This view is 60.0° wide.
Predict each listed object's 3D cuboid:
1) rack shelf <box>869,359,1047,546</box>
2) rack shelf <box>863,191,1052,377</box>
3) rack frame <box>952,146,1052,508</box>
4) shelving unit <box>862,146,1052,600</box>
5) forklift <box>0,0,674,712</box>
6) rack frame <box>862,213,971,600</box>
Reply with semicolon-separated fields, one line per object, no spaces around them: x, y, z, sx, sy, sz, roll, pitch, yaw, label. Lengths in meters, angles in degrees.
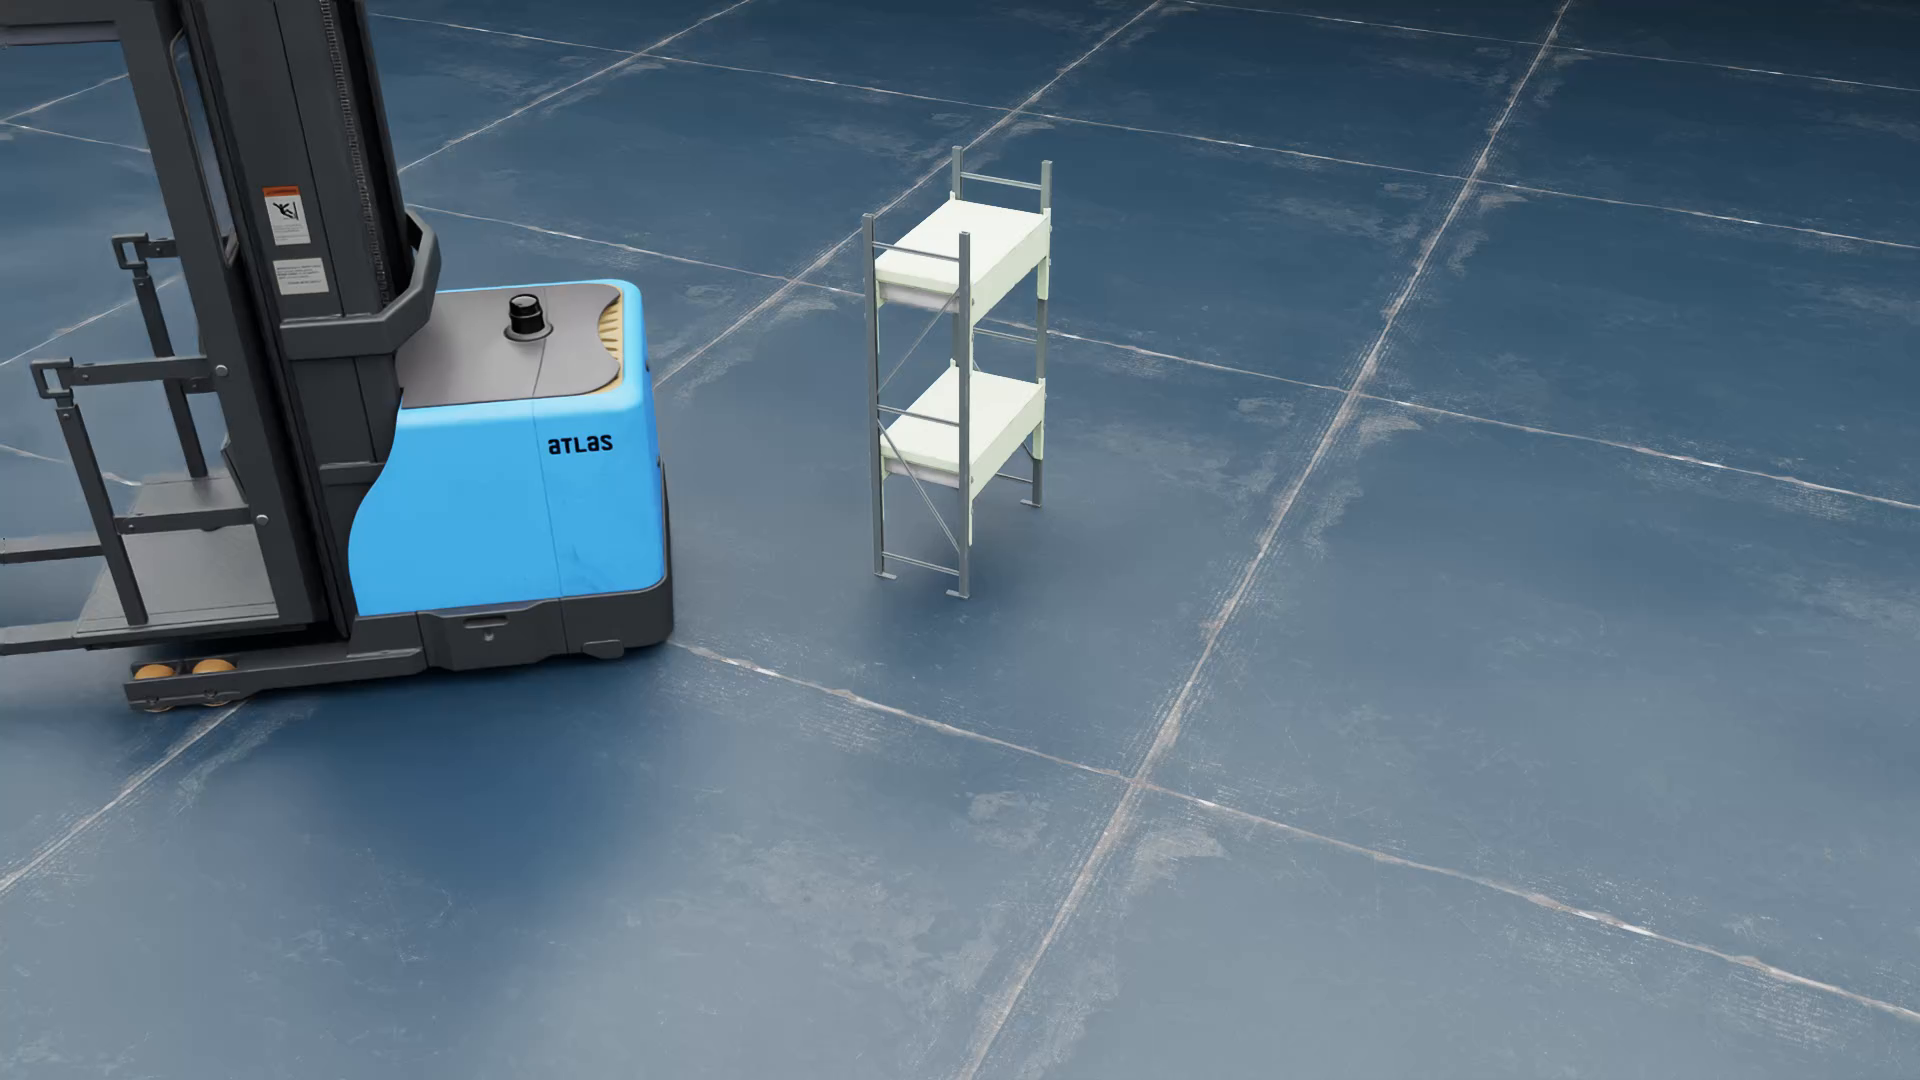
0.003;-0.358;6.523;0.431;0.370;0.720;14;36;20;rack shelf
0.003;-0.957;6.130;0.431;0.370;0.720;14;36;20;rack shelf
0.156;-0.813;6.622;0.400;1.500;0.023;14;36;20;rack frame
0.003;-0.631;6.344;0.431;1.500;0.755;14;36;20;shelving unit
-2.619;-0.935;5.503;3.031;2.935;1.130;-5;34;-8;forklift
-0.150;-0.448;6.066;0.400;1.500;0.023;14;36;20;rack frame
